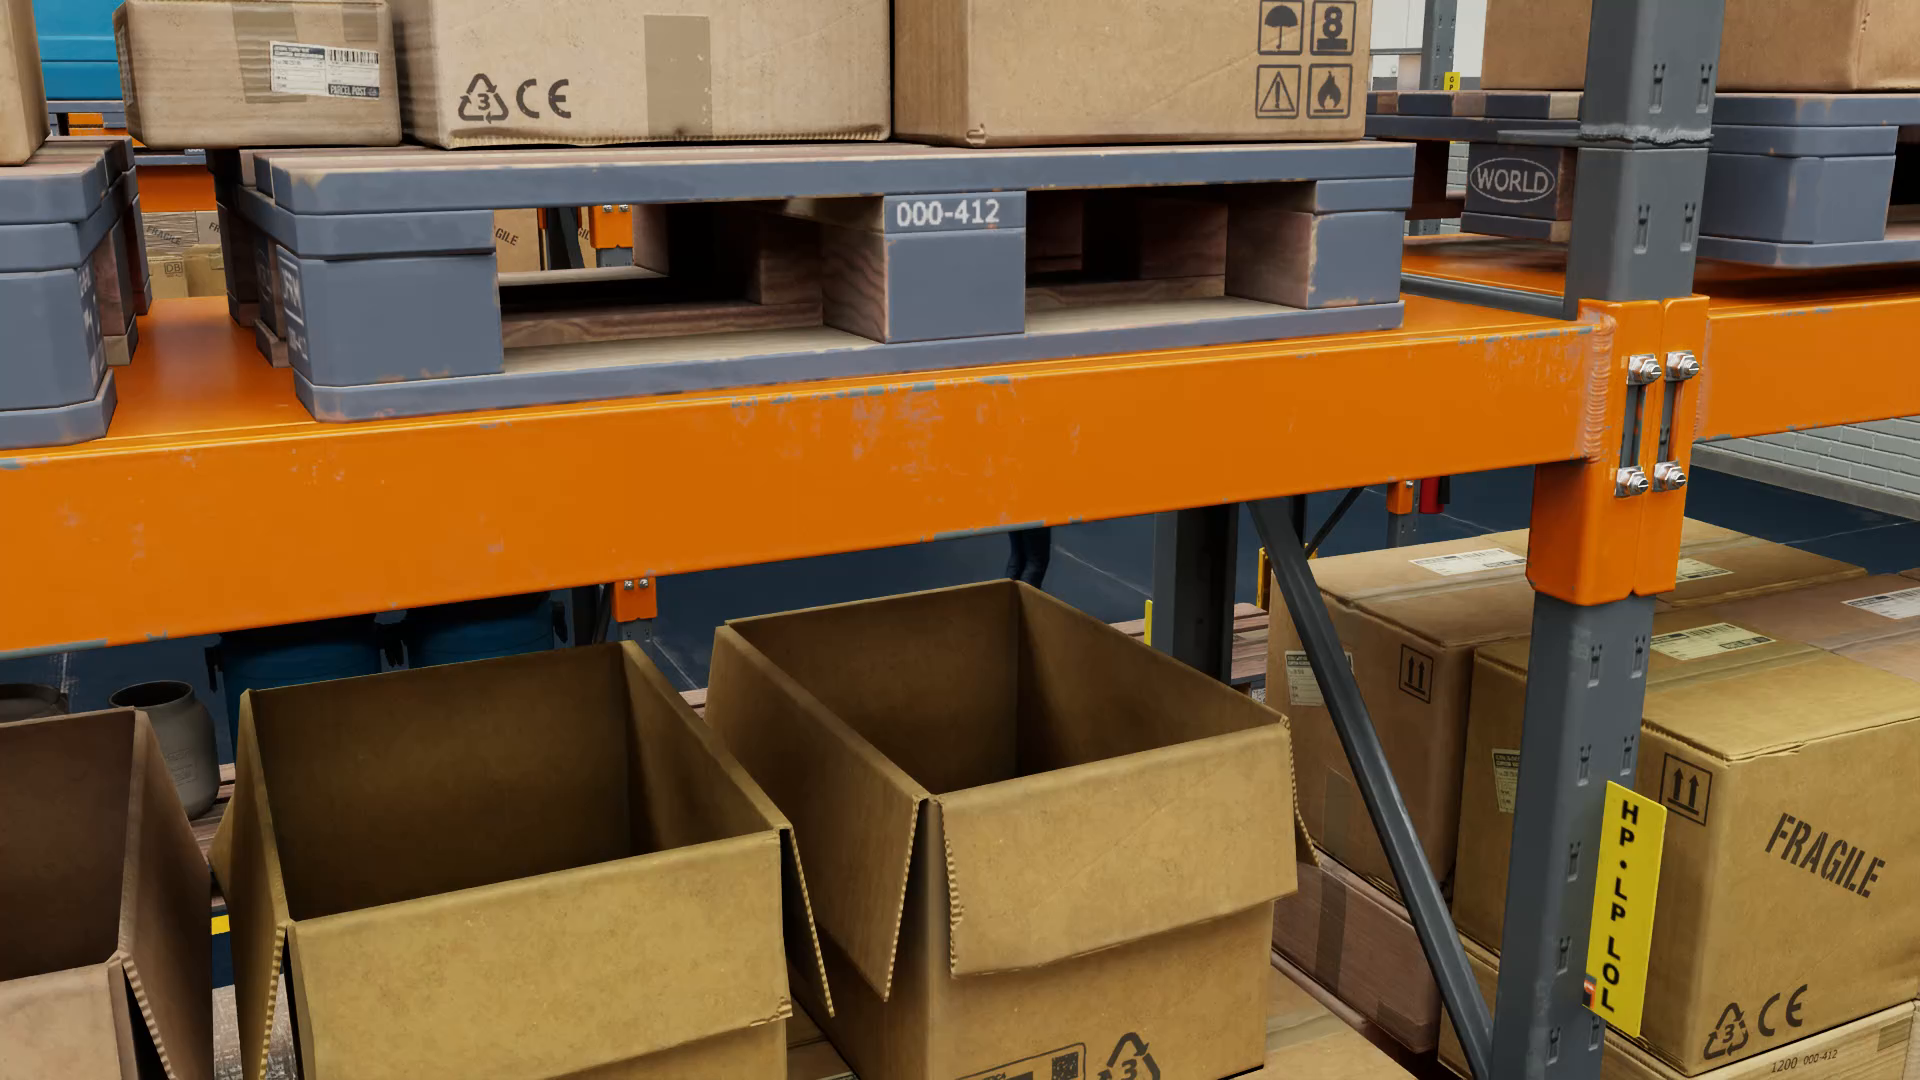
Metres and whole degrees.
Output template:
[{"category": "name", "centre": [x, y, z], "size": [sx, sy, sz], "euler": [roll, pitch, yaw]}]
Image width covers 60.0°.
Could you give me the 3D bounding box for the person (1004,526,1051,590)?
[{"category": "person", "centre": [0.445, -0.212, 9.318], "size": [0.489, 1.593, 0.405], "euler": [-7, 17, -24]}]
